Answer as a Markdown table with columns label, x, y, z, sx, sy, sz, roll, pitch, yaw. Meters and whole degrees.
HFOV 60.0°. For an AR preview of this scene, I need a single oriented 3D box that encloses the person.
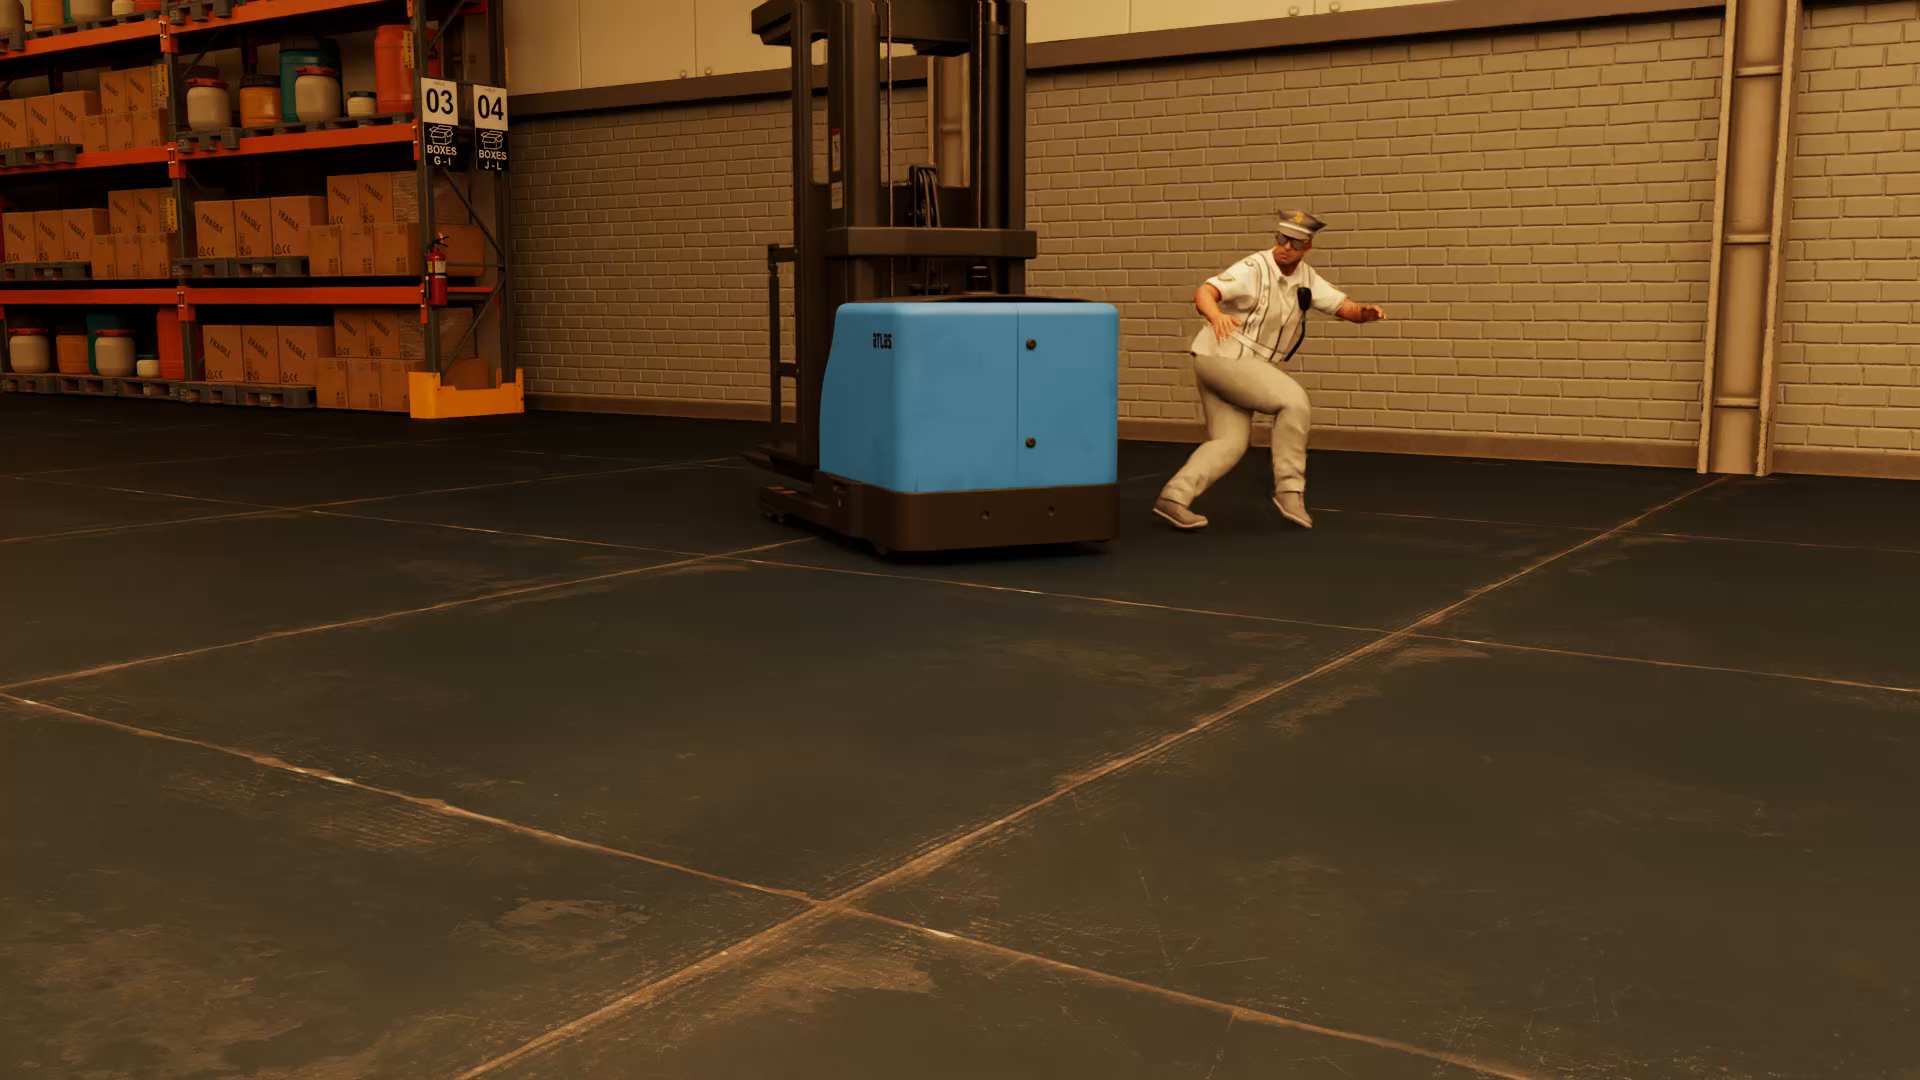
| label | x | y | z | sx | sy | sz | roll | pitch | yaw |
| --- | --- | --- | --- | --- | --- | --- | --- | --- | --- |
| person | 1.494 | -0.815 | 7.933 | 0.972 | 1.511 | 0.997 | 5 | 10 | 33 |

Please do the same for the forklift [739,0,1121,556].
| label | x | y | z | sx | sy | sz | roll | pitch | yaw |
| --- | --- | --- | --- | --- | --- | --- | --- | --- | --- |
| forklift | -0.357 | -1.552 | 8.109 | 1.130 | 2.935 | 3.031 | -3 | 9 | -23 |
